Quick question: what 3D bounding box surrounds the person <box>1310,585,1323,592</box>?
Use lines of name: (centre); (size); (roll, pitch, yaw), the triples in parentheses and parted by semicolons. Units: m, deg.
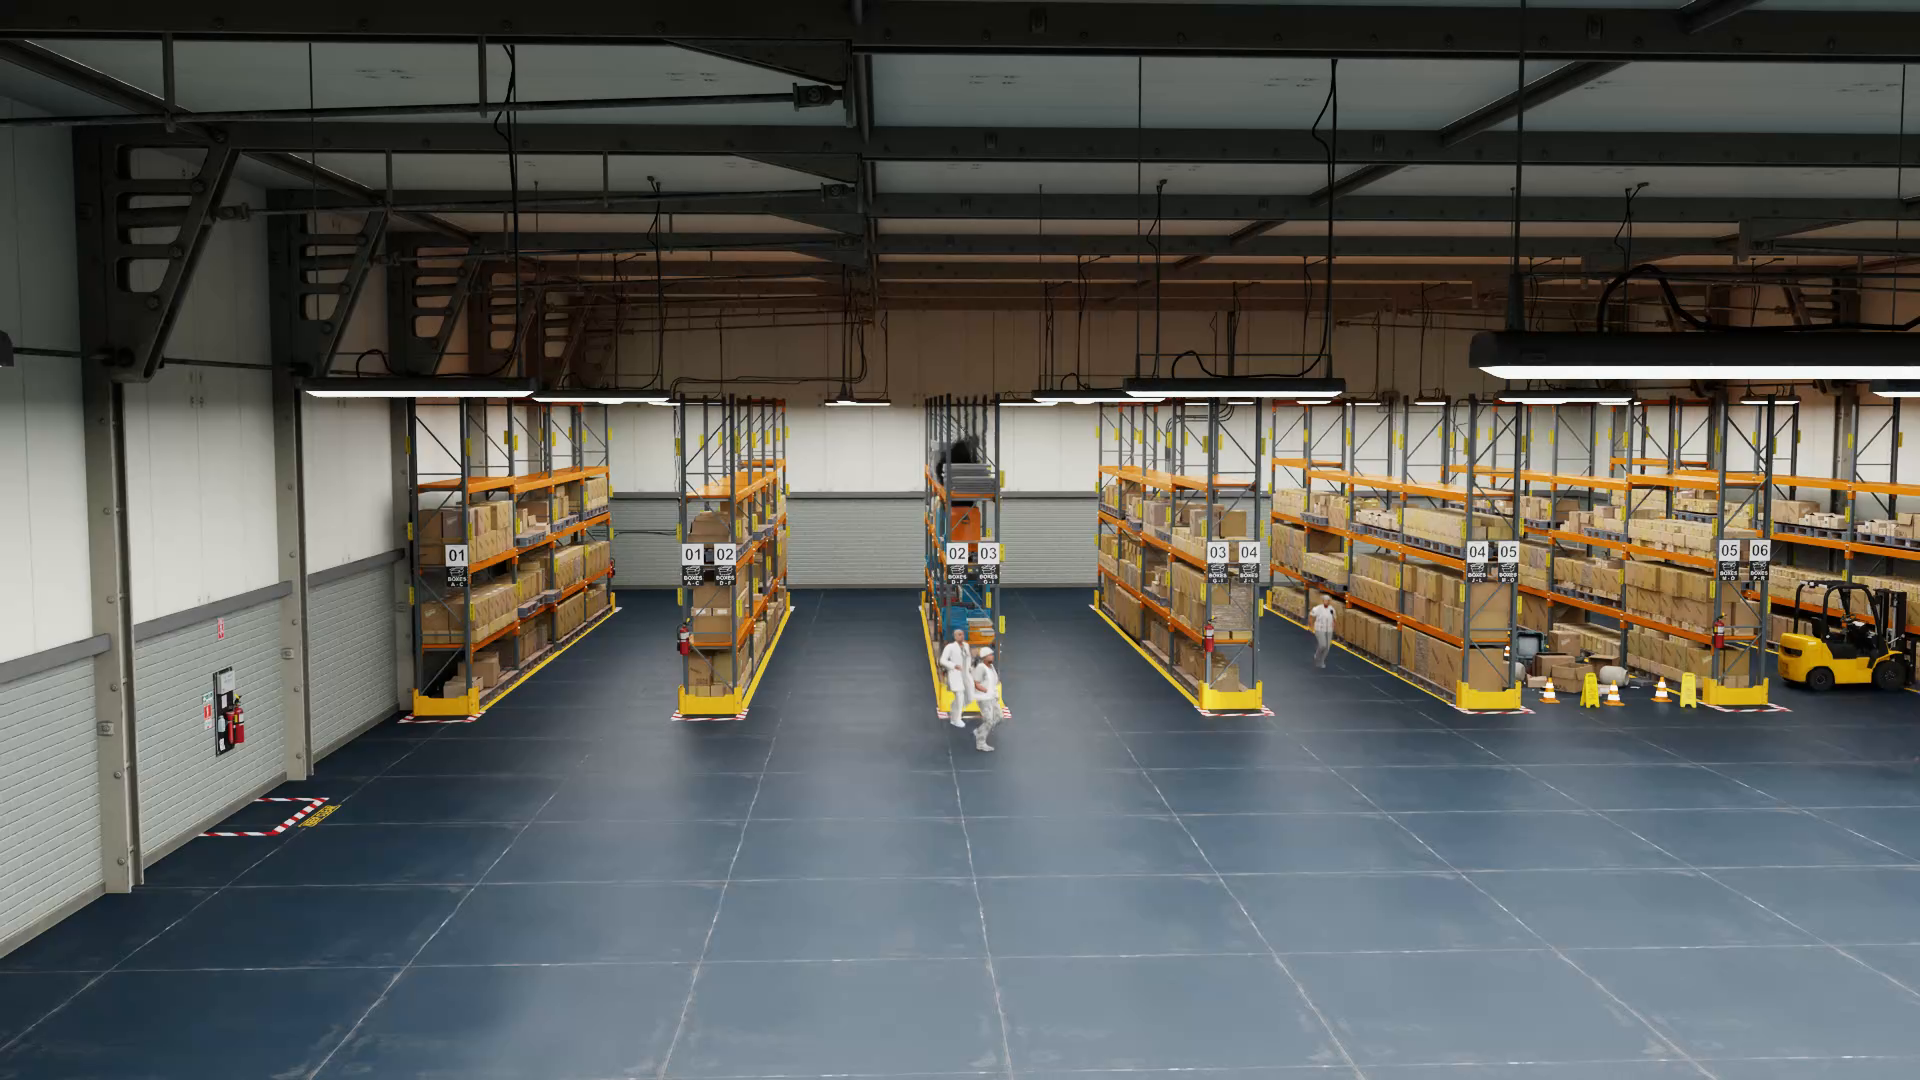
person: (10.373, 1.063, 48.729); (0.638, 1.620, 0.503); (-3, 6, -38)

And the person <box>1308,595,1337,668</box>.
person: (8.004, 2.013, 36.523); (0.576, 1.631, 0.721); (-1, 5, -13)

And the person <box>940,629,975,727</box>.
person: (0.002, 2.488, 30.035); (0.742, 1.748, 0.645); (-3, 6, -37)

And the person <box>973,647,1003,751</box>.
person: (0.451, 2.653, 27.787); (0.585, 1.741, 0.683); (2, 5, 24)
